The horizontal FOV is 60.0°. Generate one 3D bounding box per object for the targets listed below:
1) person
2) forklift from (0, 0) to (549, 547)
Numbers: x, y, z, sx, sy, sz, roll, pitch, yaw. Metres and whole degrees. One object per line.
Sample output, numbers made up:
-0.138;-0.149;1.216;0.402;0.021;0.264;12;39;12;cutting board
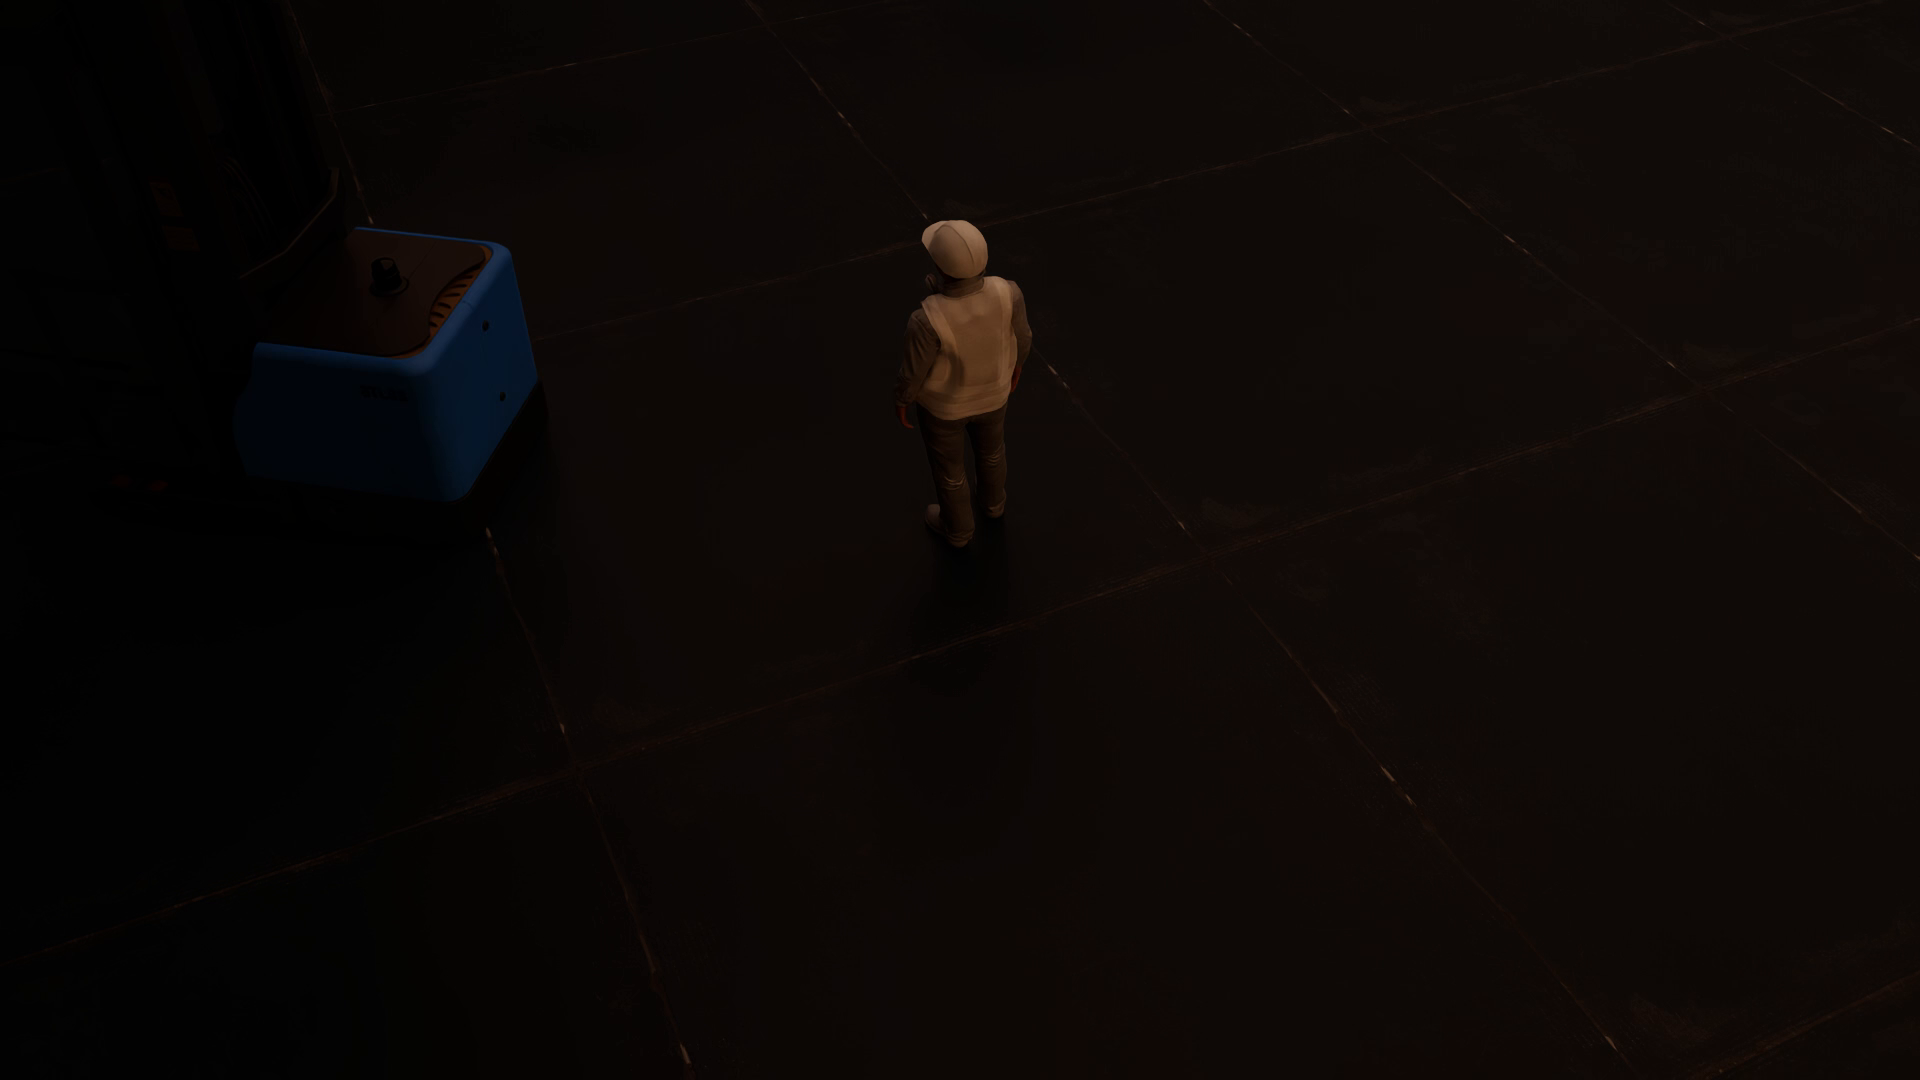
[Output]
-0.019;-0.695;7.261;0.633;1.774;0.568;-18;46;-18;person
-3.642;-1.542;7.332;3.031;2.935;1.130;8;44;8;forklift
